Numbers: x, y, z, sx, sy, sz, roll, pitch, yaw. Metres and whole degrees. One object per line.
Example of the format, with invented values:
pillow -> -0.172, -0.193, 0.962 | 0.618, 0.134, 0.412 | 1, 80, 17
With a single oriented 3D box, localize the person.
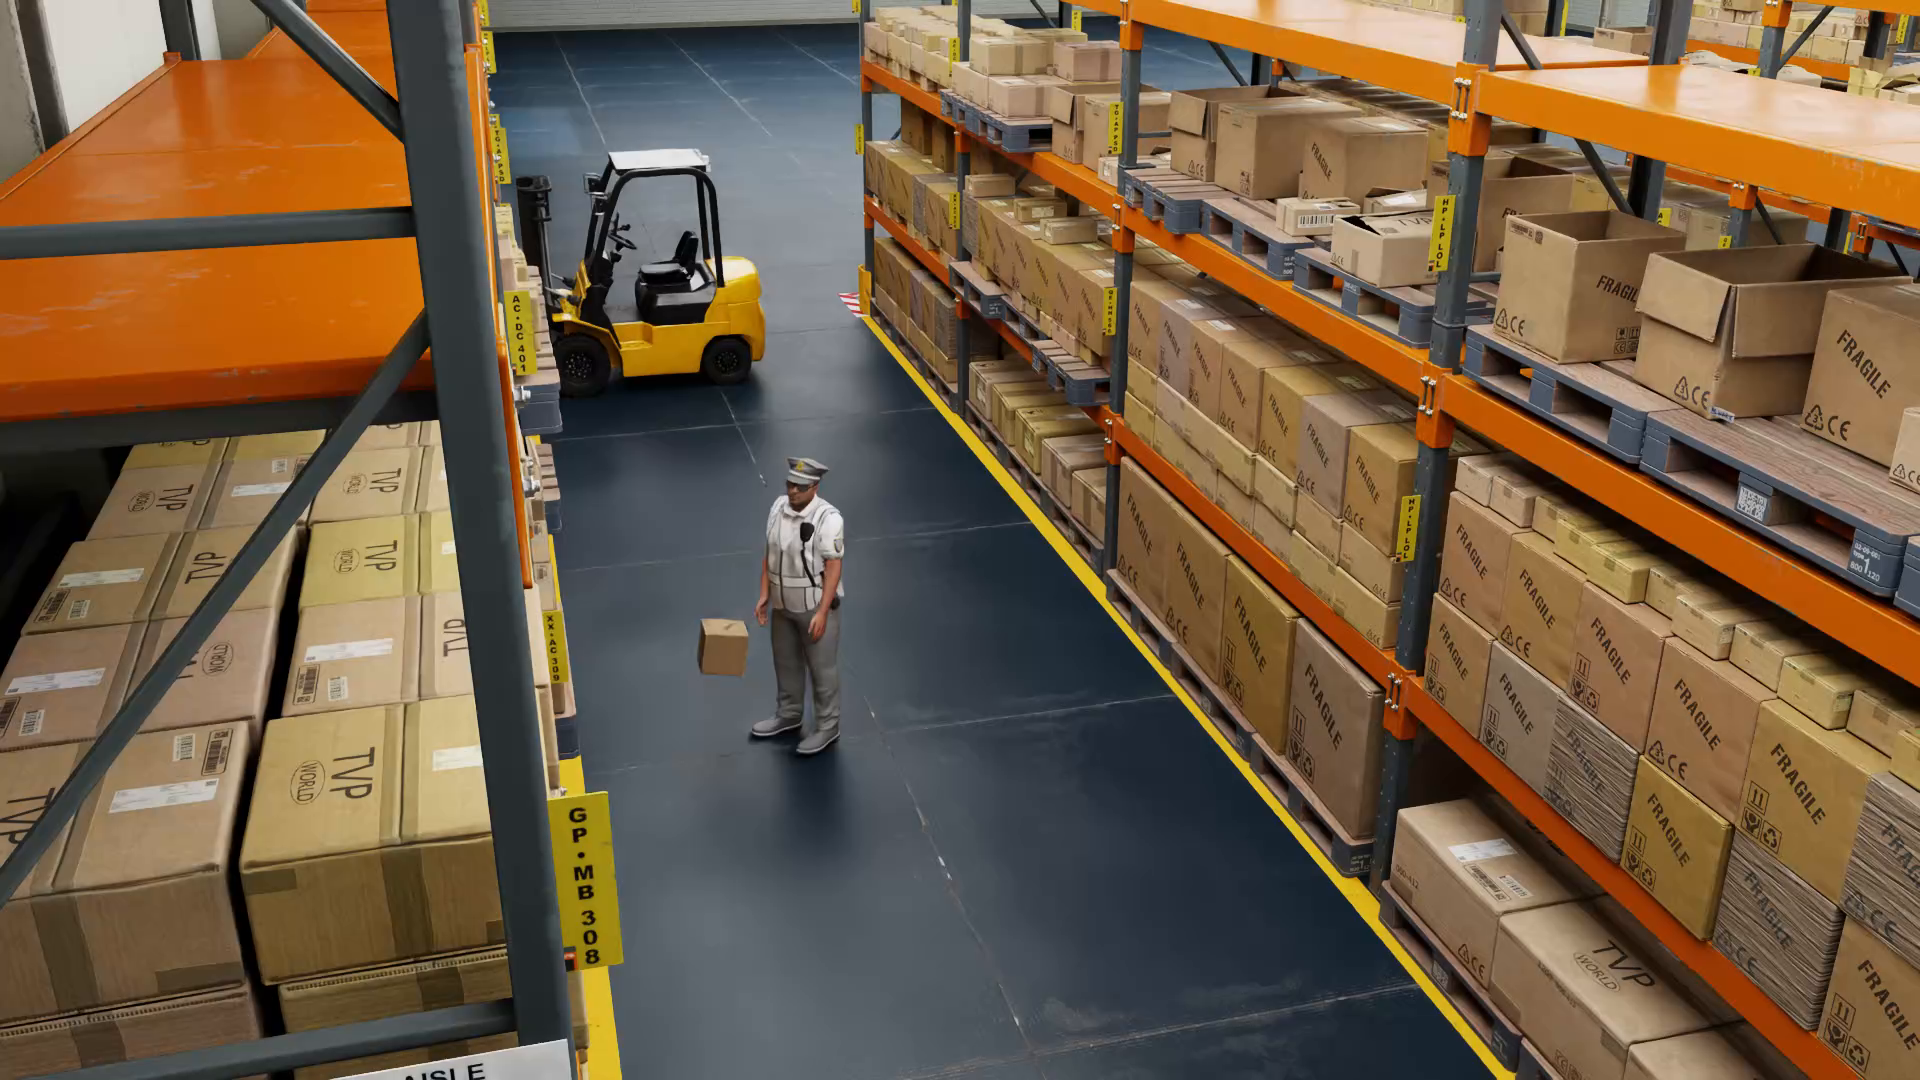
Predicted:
person -> -0.899, 0.368, 9.628 | 0.648, 1.779, 0.418 | 9, 24, 20
